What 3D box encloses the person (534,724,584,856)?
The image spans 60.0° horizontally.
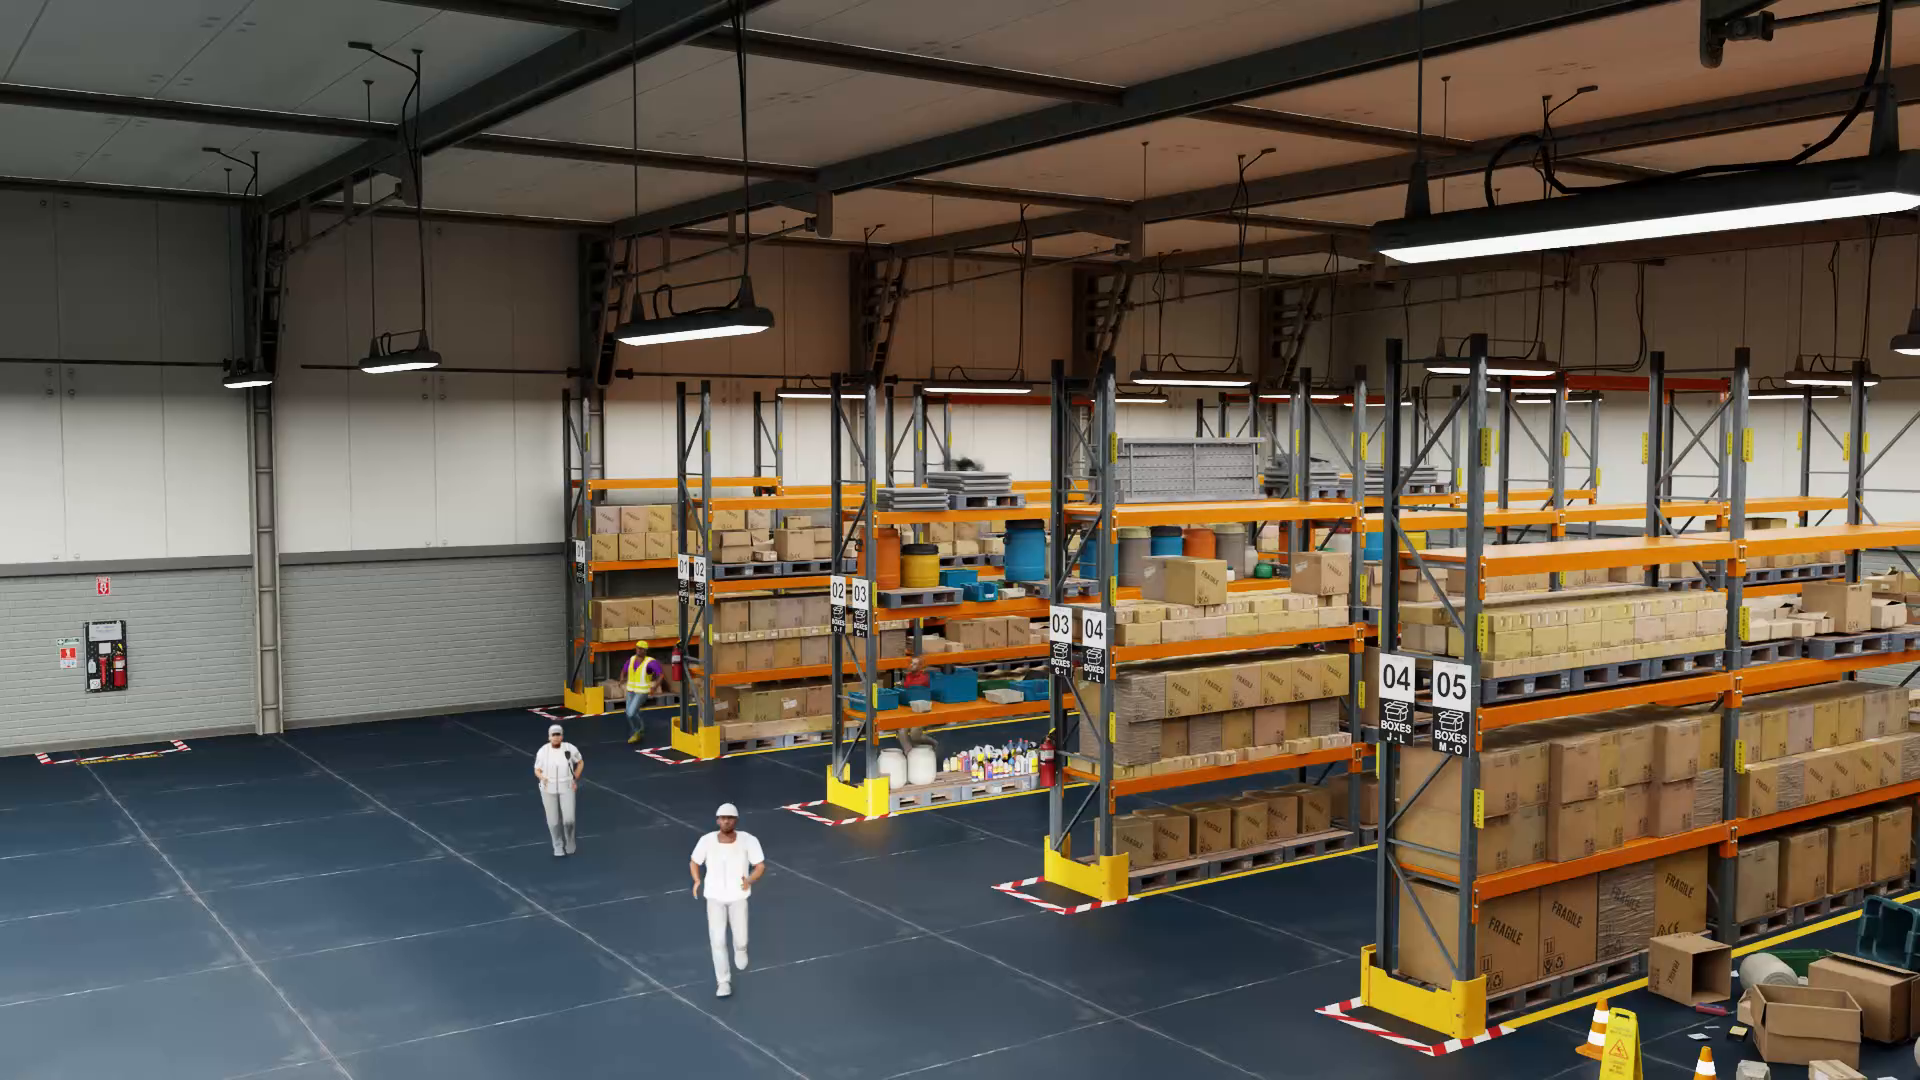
[{"bbox_3d":[-4.865,3.049,20.166,0.579,1.623,0.575,-1,4,-11],"label":"person"}]

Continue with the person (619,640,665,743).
[{"bbox_3d":[-5.337,2.521,27.587,0.754,1.720,0.577,2,4,26],"label":"person"}]

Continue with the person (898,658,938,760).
[{"bbox_3d":[-0.682,2.653,25.742,0.666,1.674,0.653,3,5,42],"label":"person"}]

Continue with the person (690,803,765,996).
[{"bbox_3d":[-2.171,3.307,15.485,0.709,1.729,0.770,0,4,-3],"label":"person"}]
